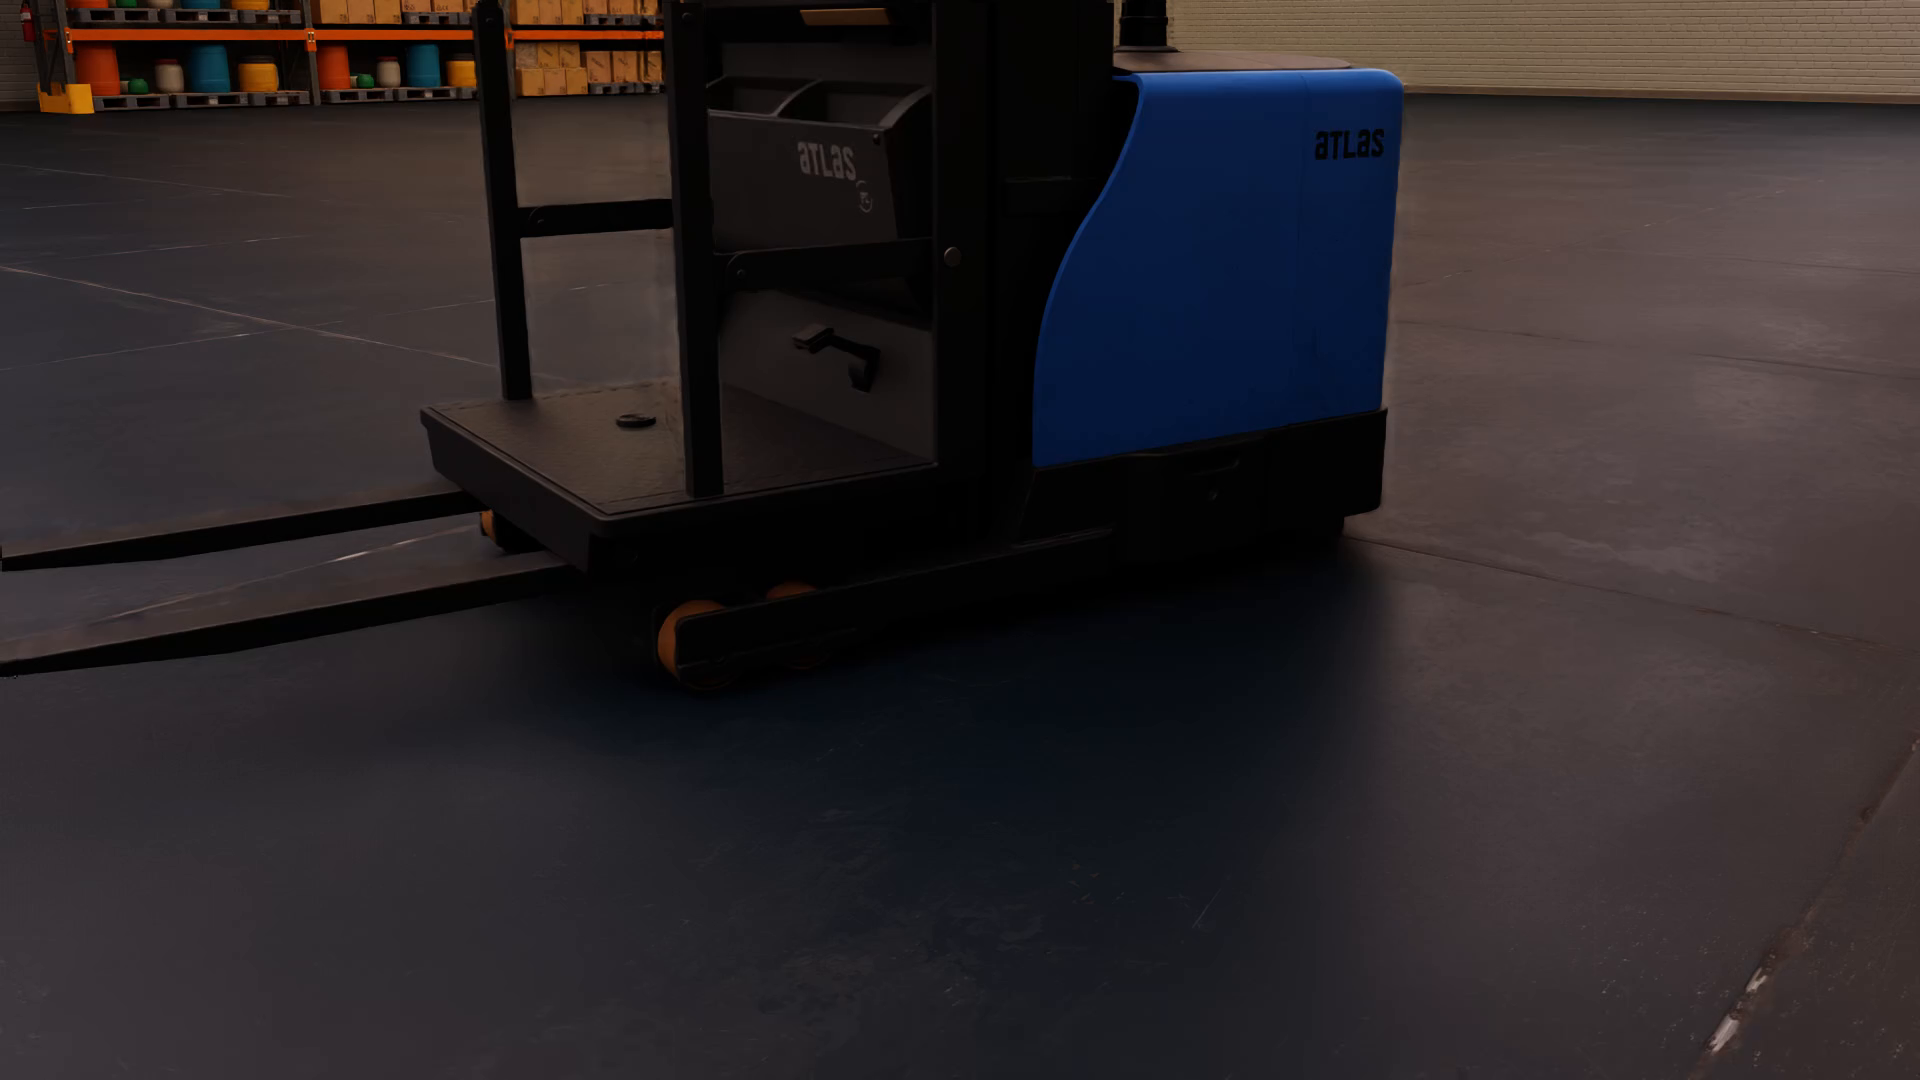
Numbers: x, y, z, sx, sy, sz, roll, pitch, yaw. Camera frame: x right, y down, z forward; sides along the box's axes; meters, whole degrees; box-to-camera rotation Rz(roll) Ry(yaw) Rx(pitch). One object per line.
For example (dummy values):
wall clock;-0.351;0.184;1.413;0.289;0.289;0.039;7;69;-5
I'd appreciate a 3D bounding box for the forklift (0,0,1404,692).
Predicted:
forklift;-0.507;-1.300;3.180;3.031;2.935;1.130;-11;20;-32
